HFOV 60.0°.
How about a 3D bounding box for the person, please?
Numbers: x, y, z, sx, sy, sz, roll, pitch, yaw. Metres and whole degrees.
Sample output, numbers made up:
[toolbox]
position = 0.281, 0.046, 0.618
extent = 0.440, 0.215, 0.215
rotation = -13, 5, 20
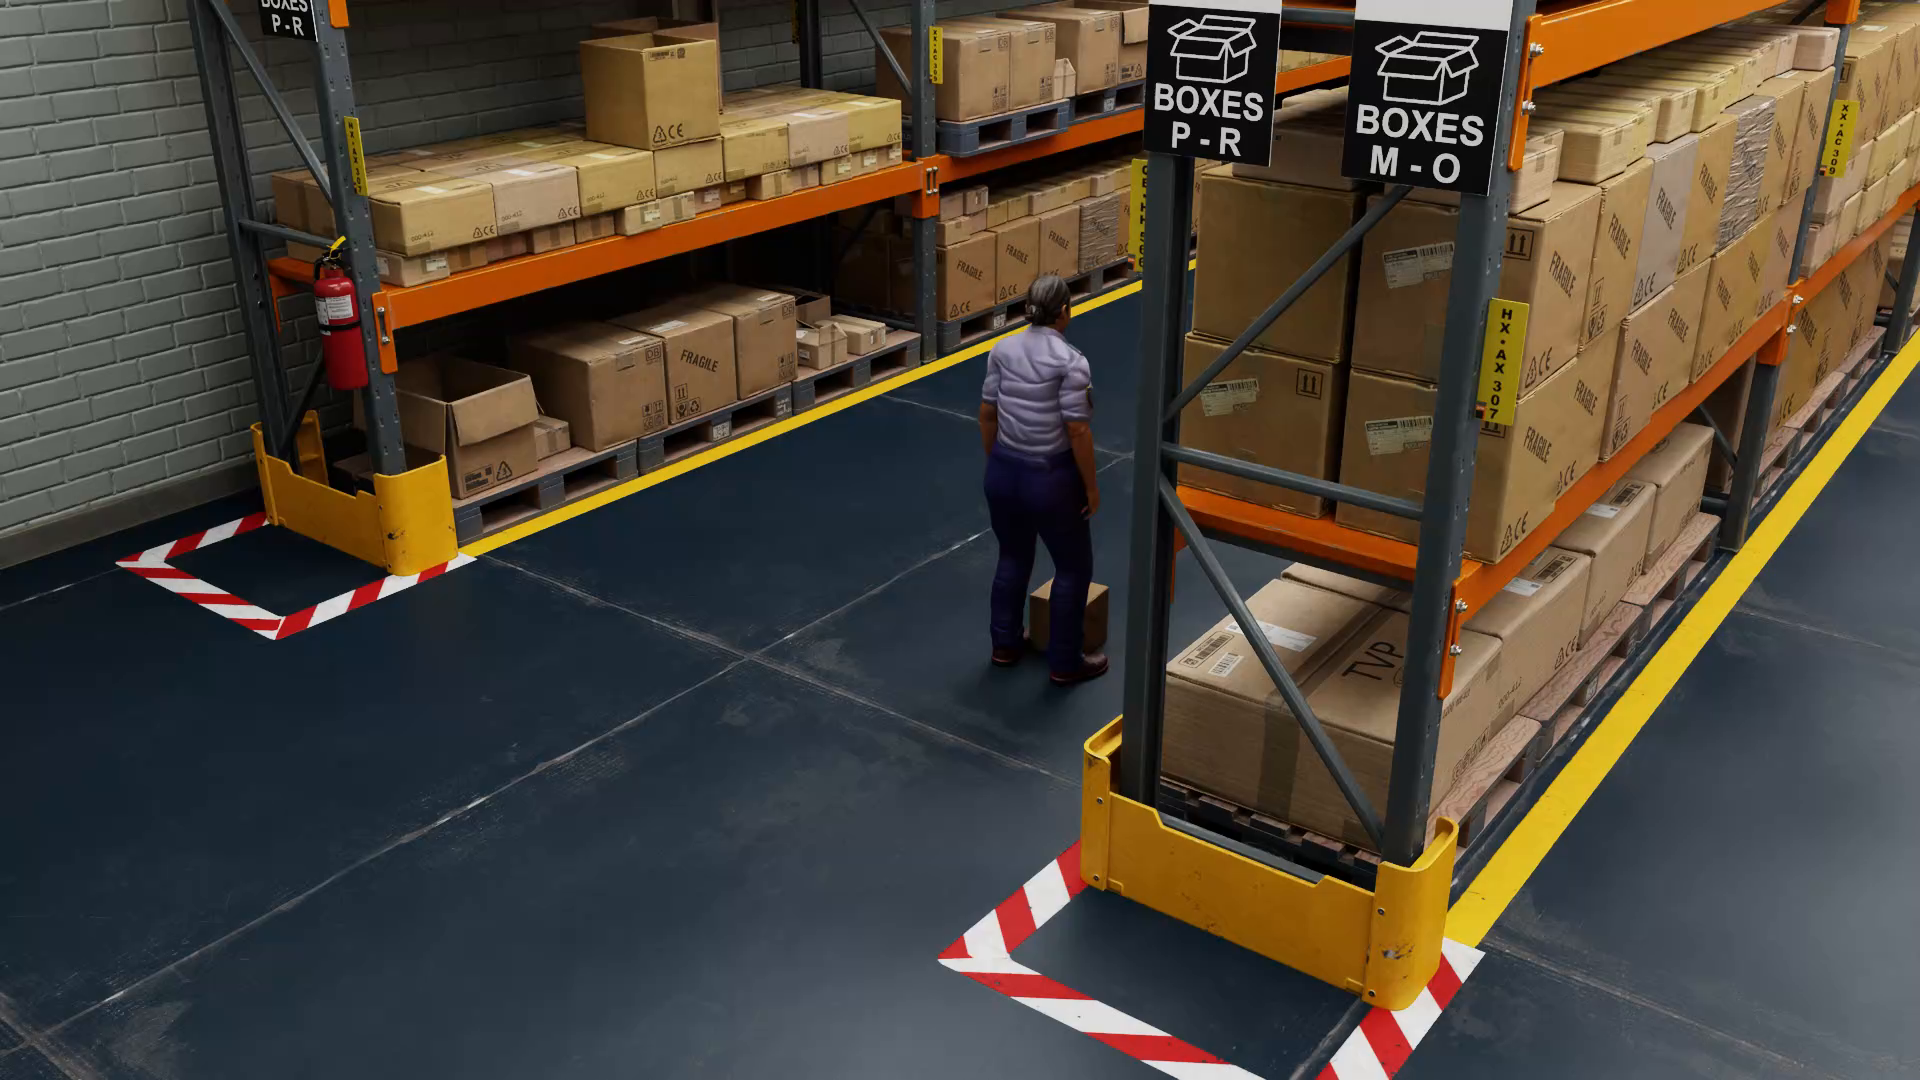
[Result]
[person]
position = 0.322, -0.226, 6.643
extent = 0.537, 1.636, 0.371
rotation = 16, 28, 33
